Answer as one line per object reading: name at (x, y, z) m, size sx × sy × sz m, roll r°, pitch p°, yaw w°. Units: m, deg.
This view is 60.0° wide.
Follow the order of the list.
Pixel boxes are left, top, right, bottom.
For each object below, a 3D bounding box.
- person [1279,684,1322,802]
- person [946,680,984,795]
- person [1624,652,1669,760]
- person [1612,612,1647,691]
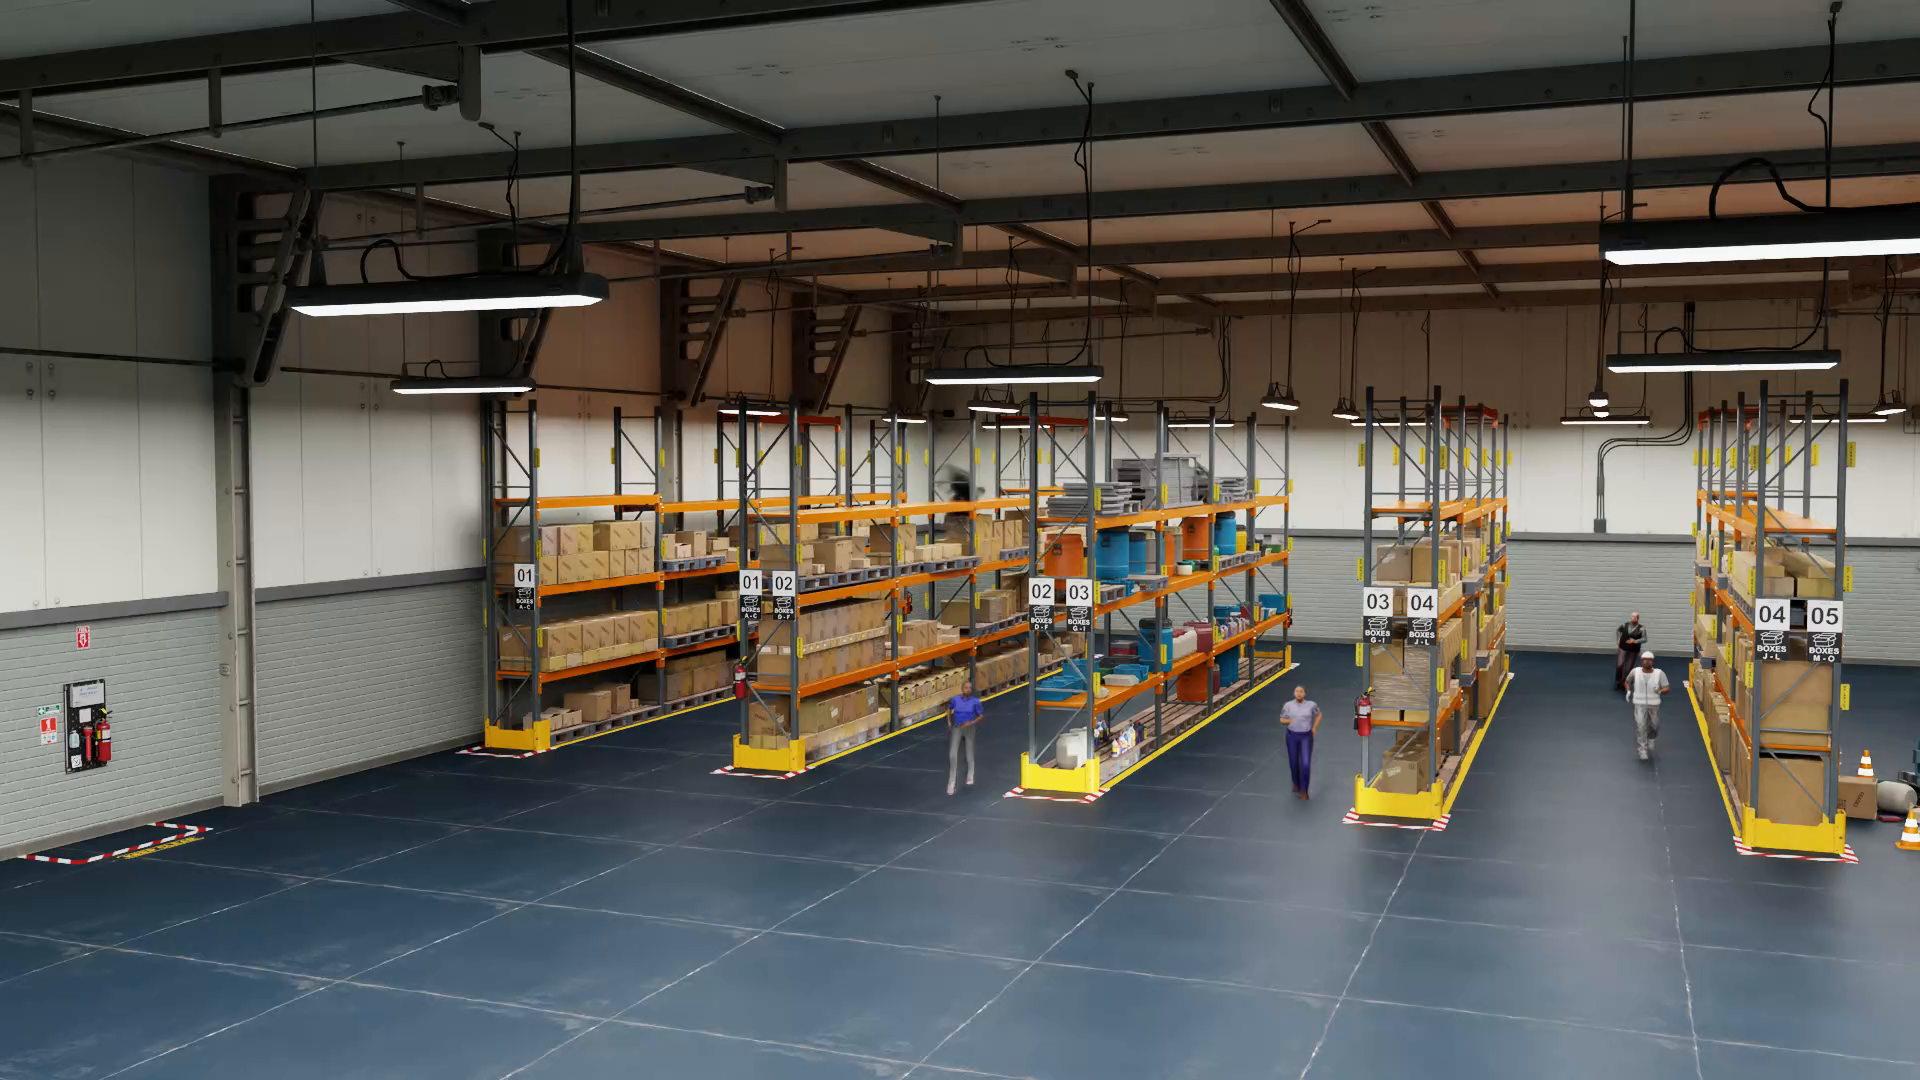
person at (5.001, 2.974, 24.490) m, size 0.585 × 1.700 × 0.708 m, roll 1°, pitch 3°, yaw 19°
person at (0.072, 2.951, 25.059) m, size 0.579 × 1.694 × 0.794 m, roll 0°, pitch 3°, yaw 7°
person at (11.450, 2.744, 27.732) m, size 0.696 × 1.763 × 0.946 m, roll 1°, pitch 3°, yaw 20°
person at (14.387, 2.406, 35.682) m, size 0.685 × 1.727 × 0.647 m, roll 2°, pitch 3°, yaw 29°
